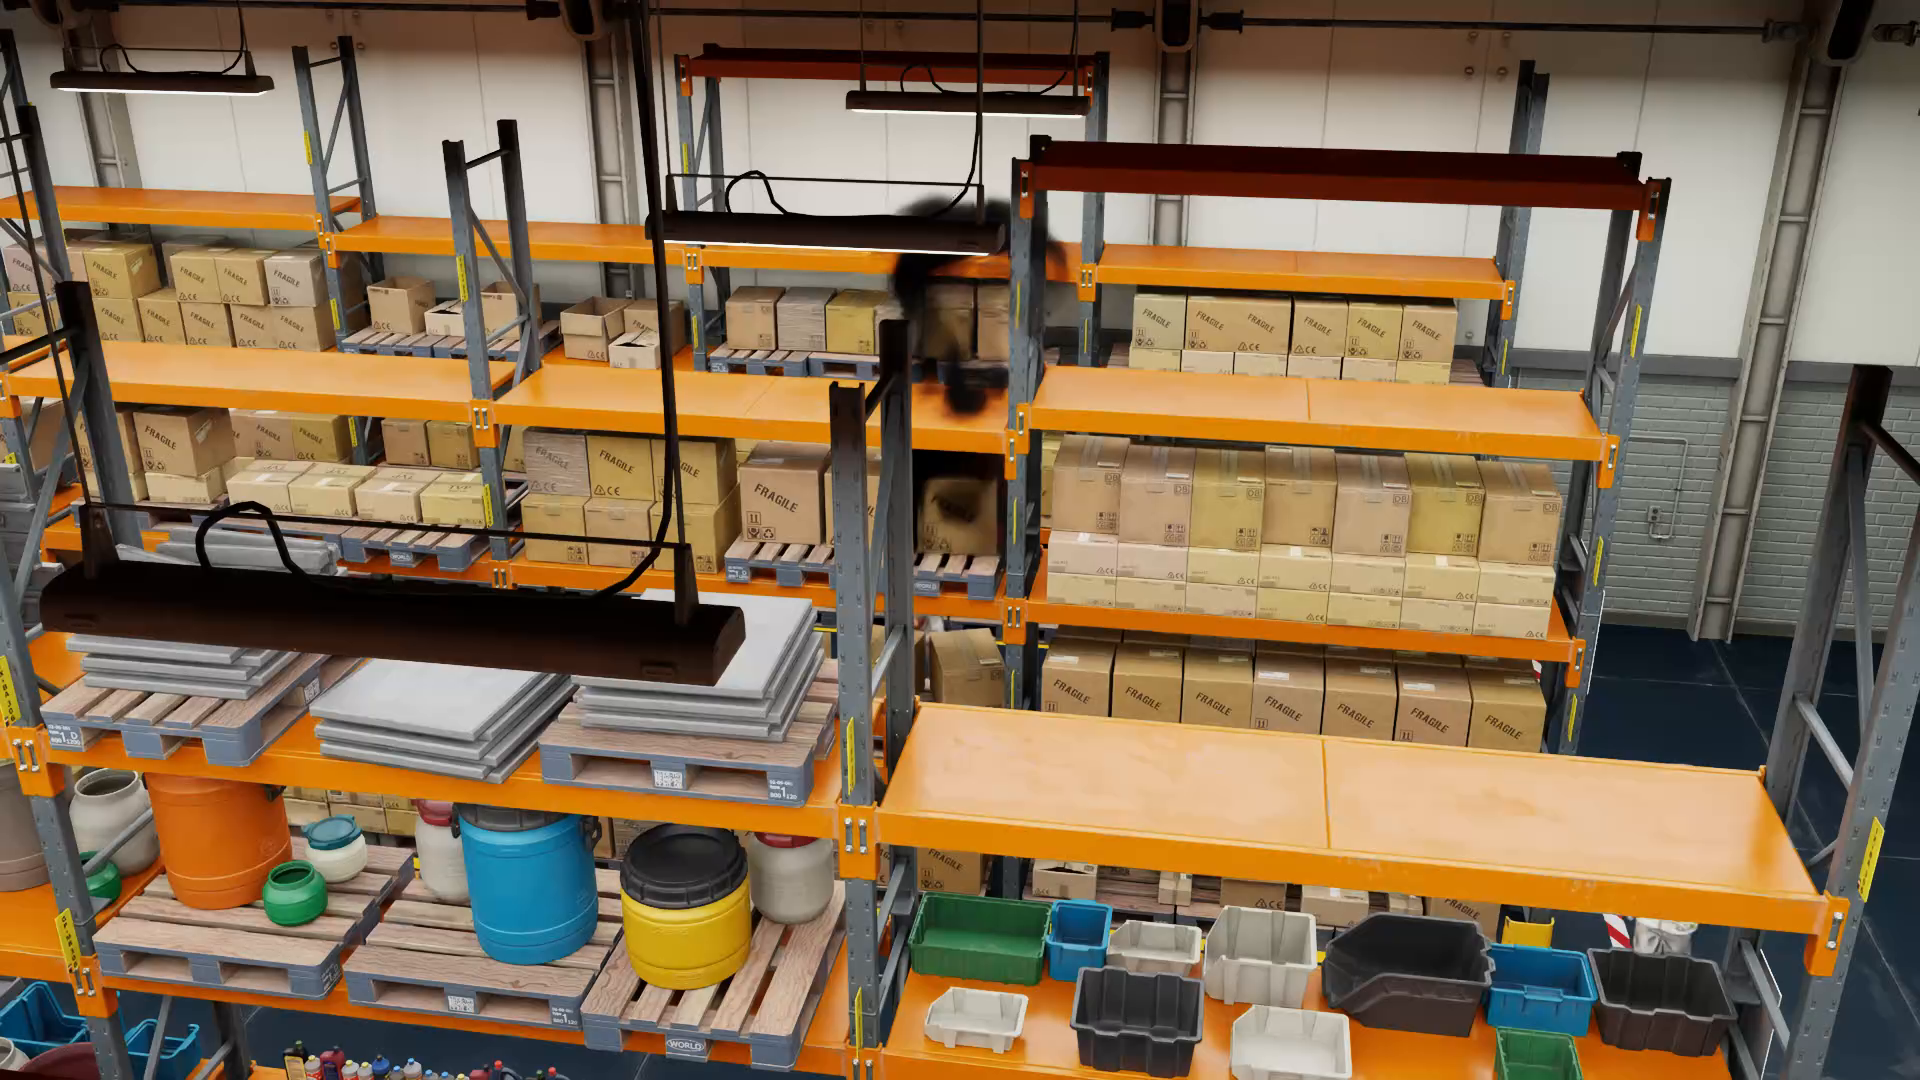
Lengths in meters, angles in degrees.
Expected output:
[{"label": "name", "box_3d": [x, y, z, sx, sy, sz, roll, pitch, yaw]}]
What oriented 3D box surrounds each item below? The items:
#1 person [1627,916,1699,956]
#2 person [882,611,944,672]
[{"label": "person", "box_3d": [4.975, 2.692, 11.796, 0.731, 1.745, 0.793, 15, 27, 32]}, {"label": "person", "box_3d": [-0.290, 0.952, 15.790, 0.891, 1.837, 0.651, -2, 23, -4]}]
